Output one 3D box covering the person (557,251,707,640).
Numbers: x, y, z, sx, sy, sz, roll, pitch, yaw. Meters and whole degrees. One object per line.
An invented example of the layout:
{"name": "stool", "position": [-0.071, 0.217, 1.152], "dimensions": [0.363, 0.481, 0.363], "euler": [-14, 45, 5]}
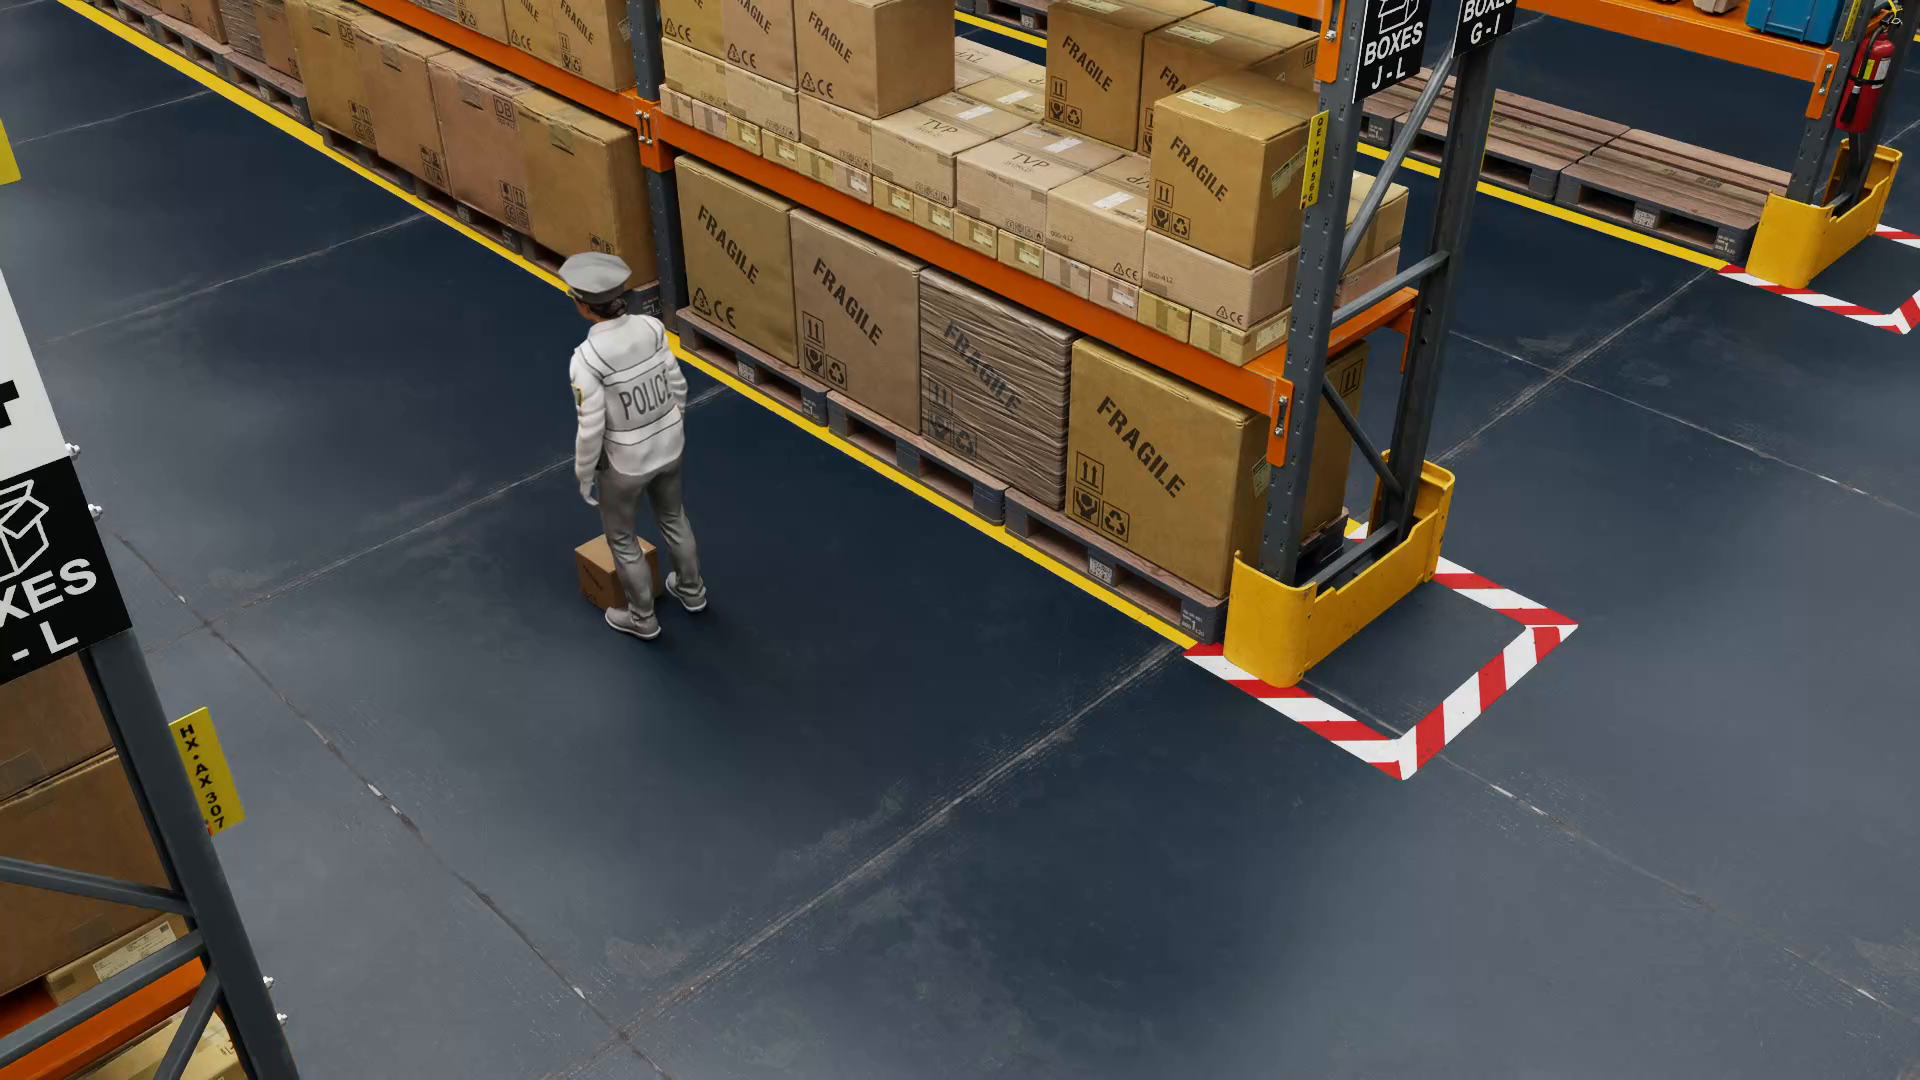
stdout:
{"name": "person", "position": [-1.298, -0.338, 6.613], "dimensions": [0.376, 1.664, 0.546], "euler": [27, 44, 32]}
